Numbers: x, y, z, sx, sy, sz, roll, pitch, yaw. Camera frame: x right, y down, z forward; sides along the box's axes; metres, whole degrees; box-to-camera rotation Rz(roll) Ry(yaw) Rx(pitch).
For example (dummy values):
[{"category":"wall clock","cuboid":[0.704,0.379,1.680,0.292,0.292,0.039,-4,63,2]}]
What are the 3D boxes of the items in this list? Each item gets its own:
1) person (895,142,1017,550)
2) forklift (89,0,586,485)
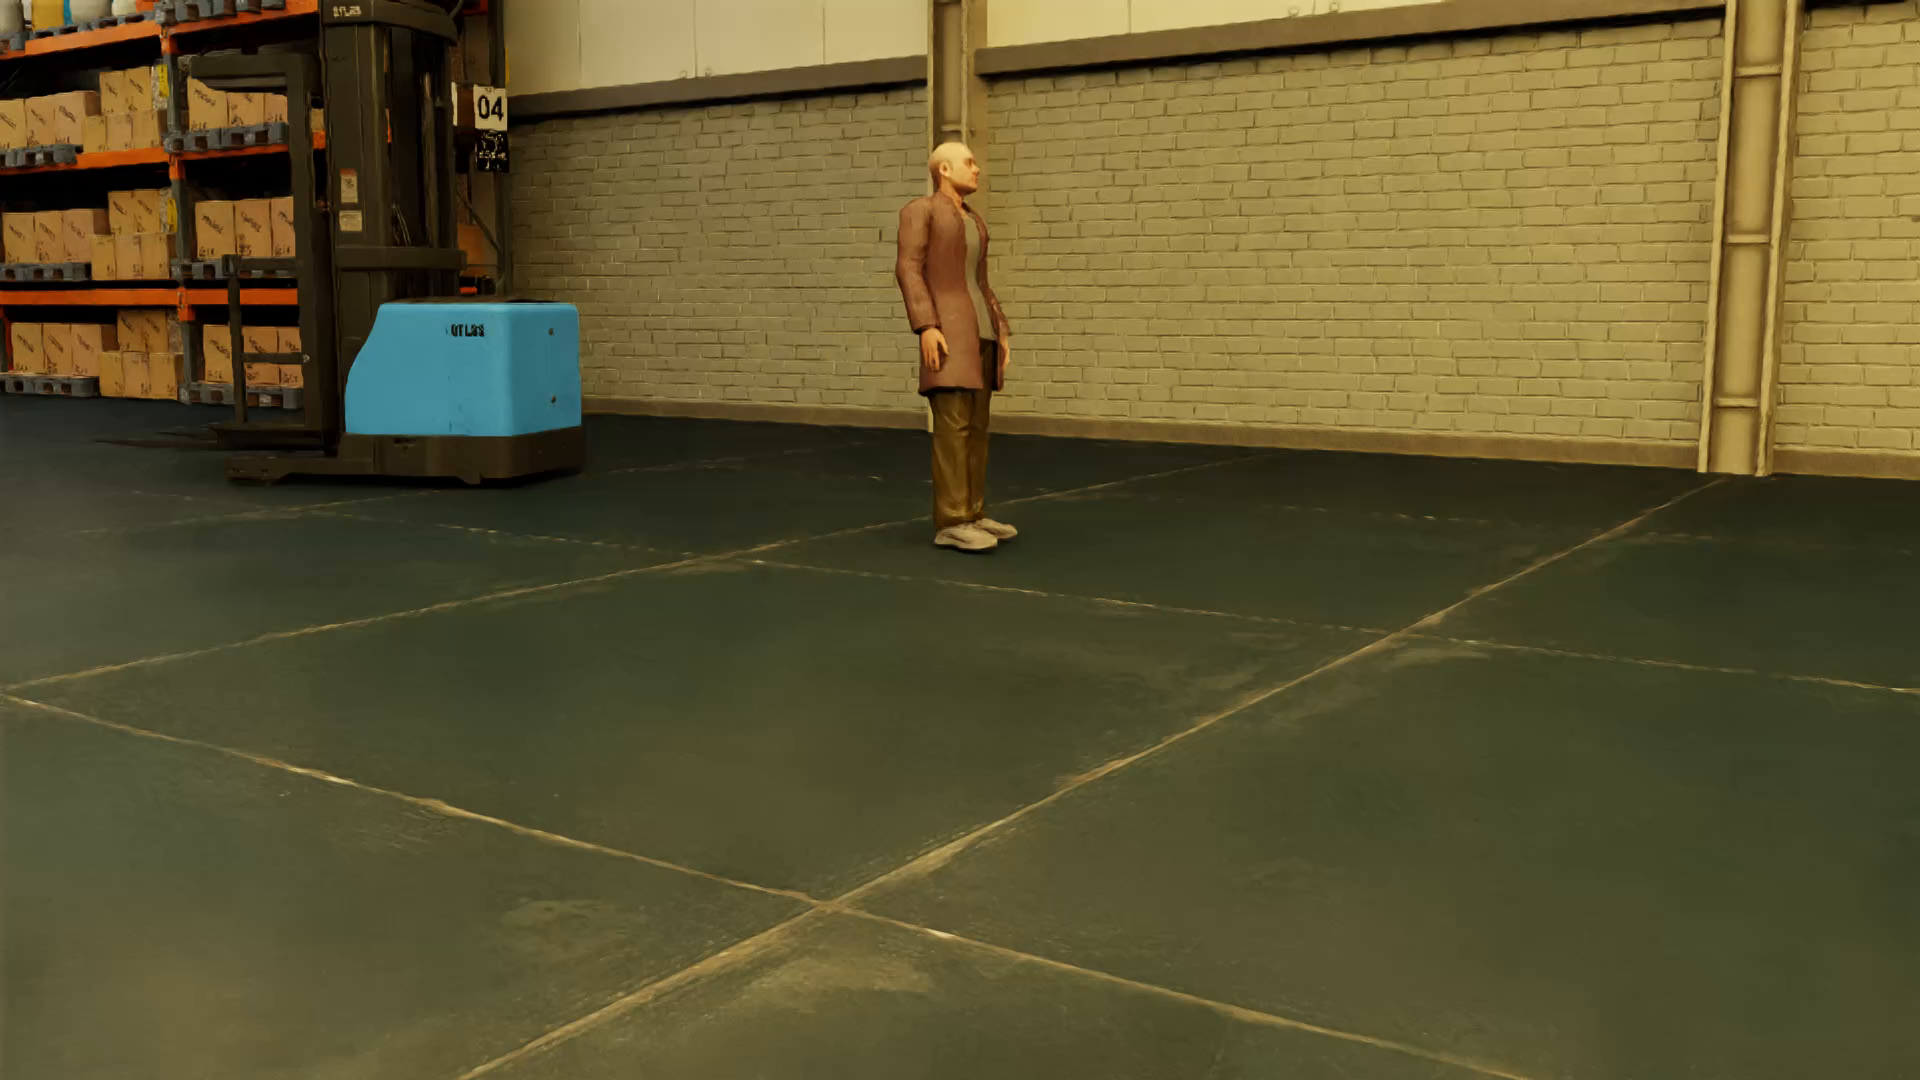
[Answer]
[{"category":"person","cuboid":[0.073,-0.879,7.423,0.580,1.776,0.694,5,10,34]},{"category":"forklift","cuboid":[-3.945,-1.858,10.262,3.031,2.935,1.130,2,8,14]}]
